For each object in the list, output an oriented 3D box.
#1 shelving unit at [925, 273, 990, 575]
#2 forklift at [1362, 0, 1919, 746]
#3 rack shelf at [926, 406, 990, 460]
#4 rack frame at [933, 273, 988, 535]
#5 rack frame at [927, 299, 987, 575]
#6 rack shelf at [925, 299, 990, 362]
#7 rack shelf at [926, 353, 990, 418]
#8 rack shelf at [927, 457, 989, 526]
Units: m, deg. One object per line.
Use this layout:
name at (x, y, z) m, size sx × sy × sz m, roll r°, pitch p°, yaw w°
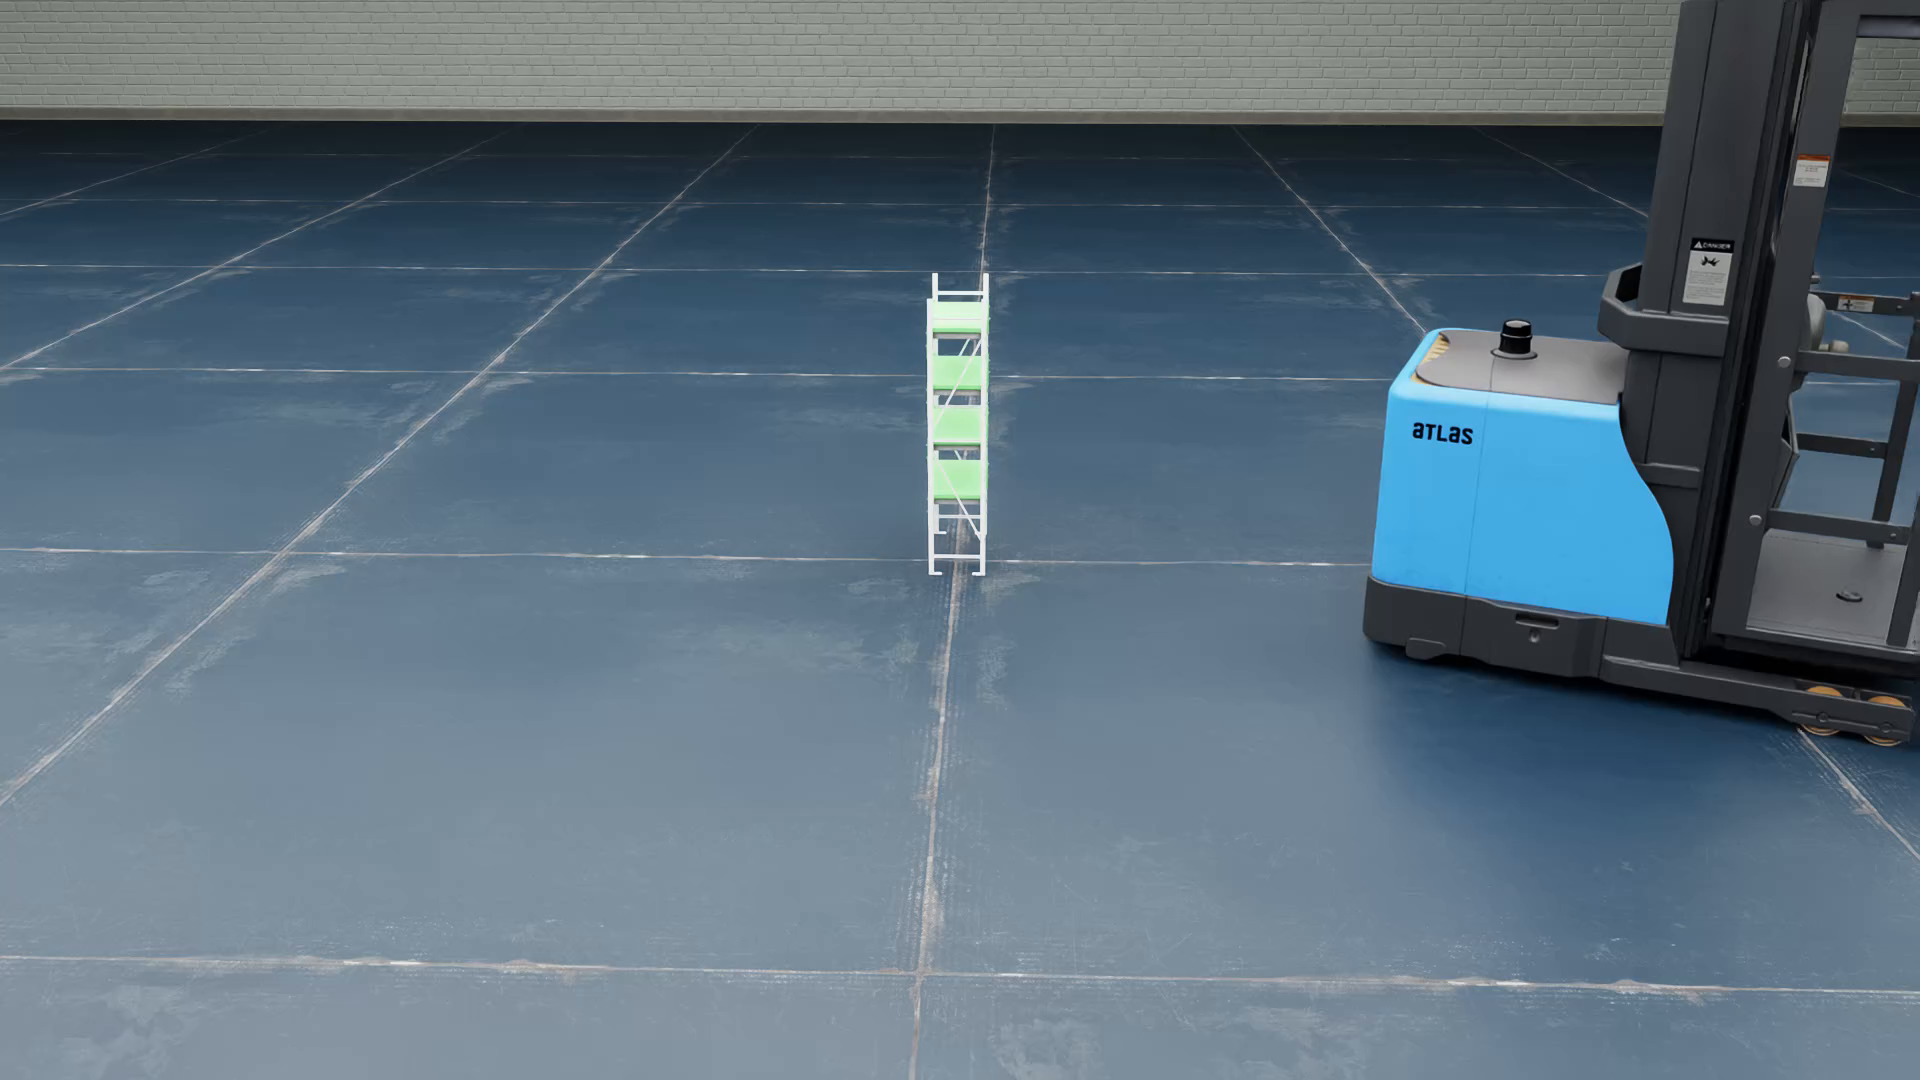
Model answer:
shelving unit at (-0.005, -0.500, 7.158) m, size 0.258 × 1.200 × 0.503 m, roll 1°, pitch 21°, yaw 2°
forklift at (3.117, -0.878, 5.739) m, size 3.031 × 2.935 × 1.130 m, roll 9°, pitch 23°, yaw 22°
rack shelf at (-0.005, -0.440, 7.181) m, size 0.258 × 0.148 × 0.480 m, roll 1°, pitch 21°, yaw 2°
rack frame at (0.002, -0.588, 7.385) m, size 0.240 × 1.200 × 0.015 m, roll 1°, pitch 21°, yaw 2°
rack frame at (-0.012, -0.411, 6.930) m, size 0.240 × 1.200 × 0.015 m, roll 1°, pitch 21°, yaw 2°
rack shelf at (-0.005, -0.887, 7.007) m, size 0.258 × 0.148 × 0.480 m, roll 1°, pitch 21°, yaw 2°
rack shelf at (-0.005, -0.664, 7.094) m, size 0.258 × 0.148 × 0.480 m, roll 1°, pitch 21°, yaw 2°
rack shelf at (-0.005, -0.216, 7.268) m, size 0.258 × 0.148 × 0.480 m, roll 1°, pitch 21°, yaw 2°
